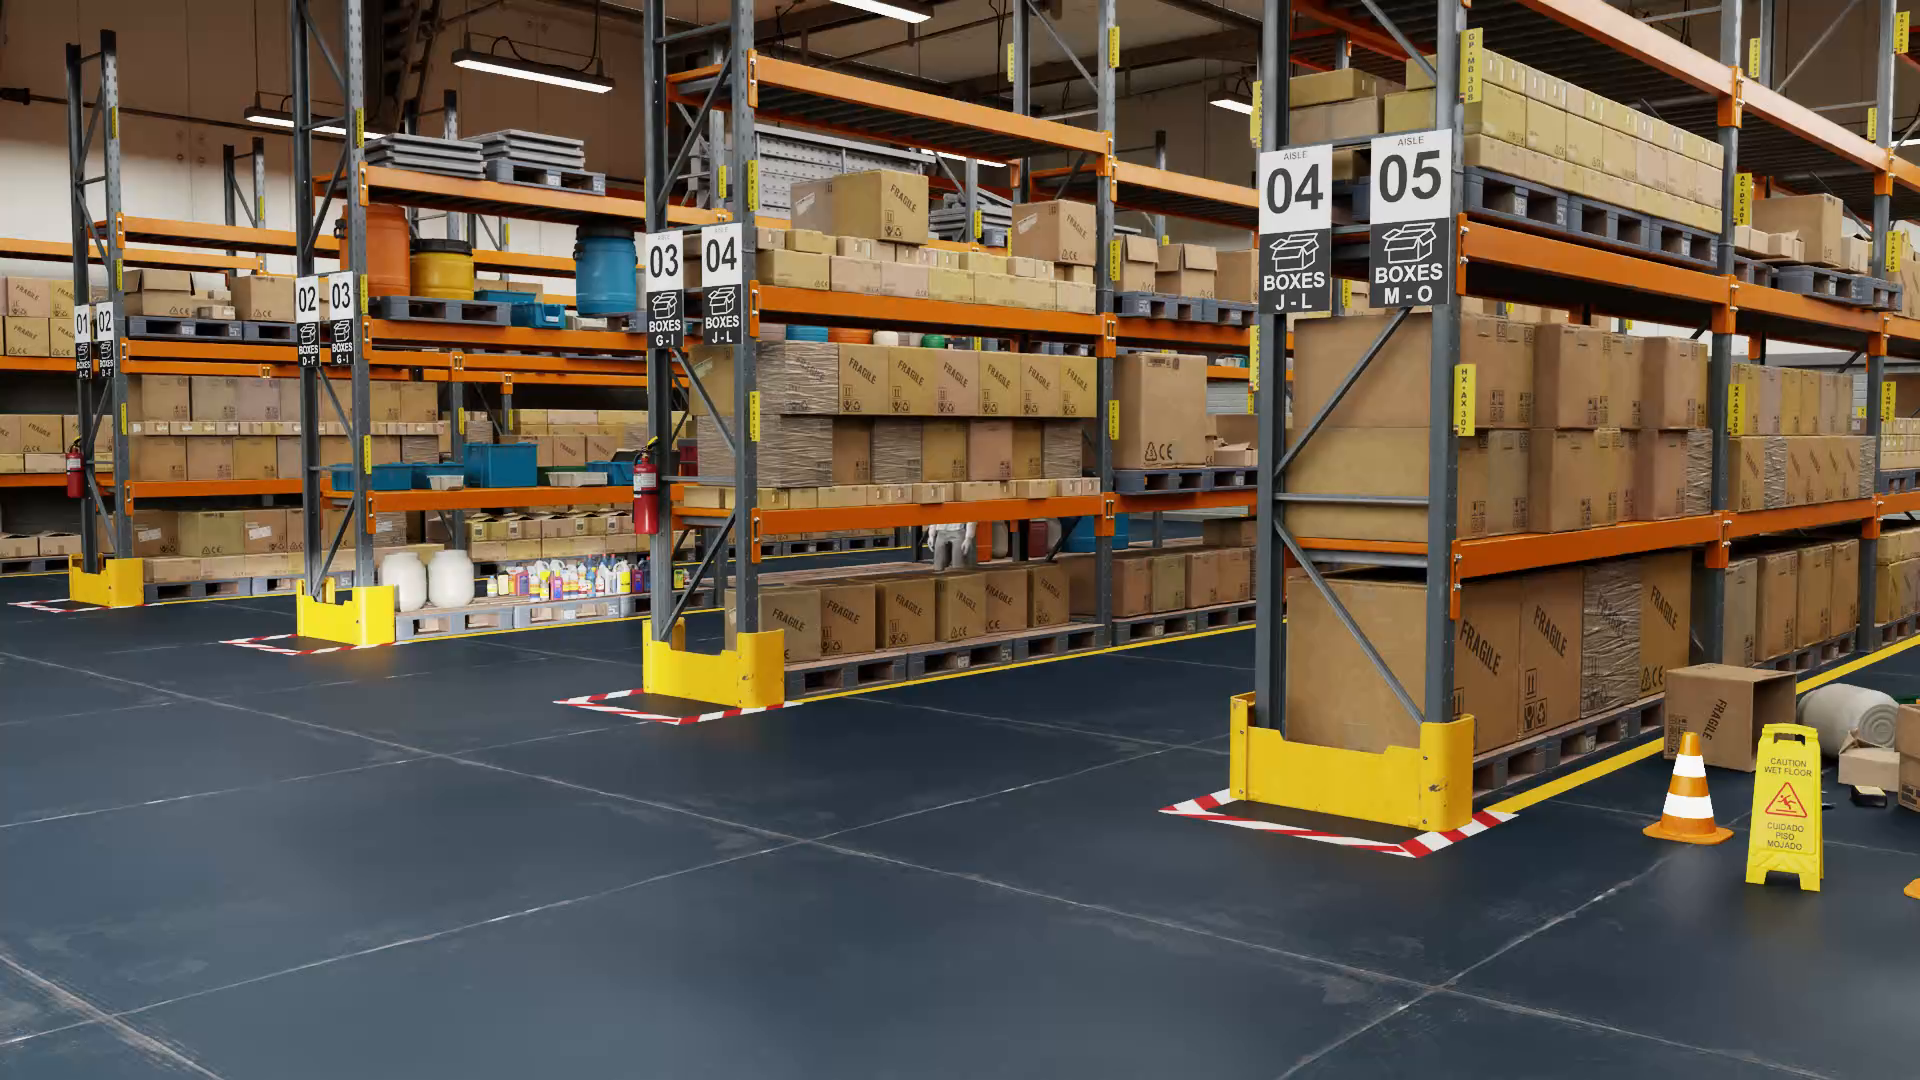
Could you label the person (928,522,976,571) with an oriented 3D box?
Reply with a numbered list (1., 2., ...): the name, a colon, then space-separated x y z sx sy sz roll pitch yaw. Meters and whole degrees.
1. person: -0.076 -0.013 15.663 0.533 1.663 0.379 3 5 40
